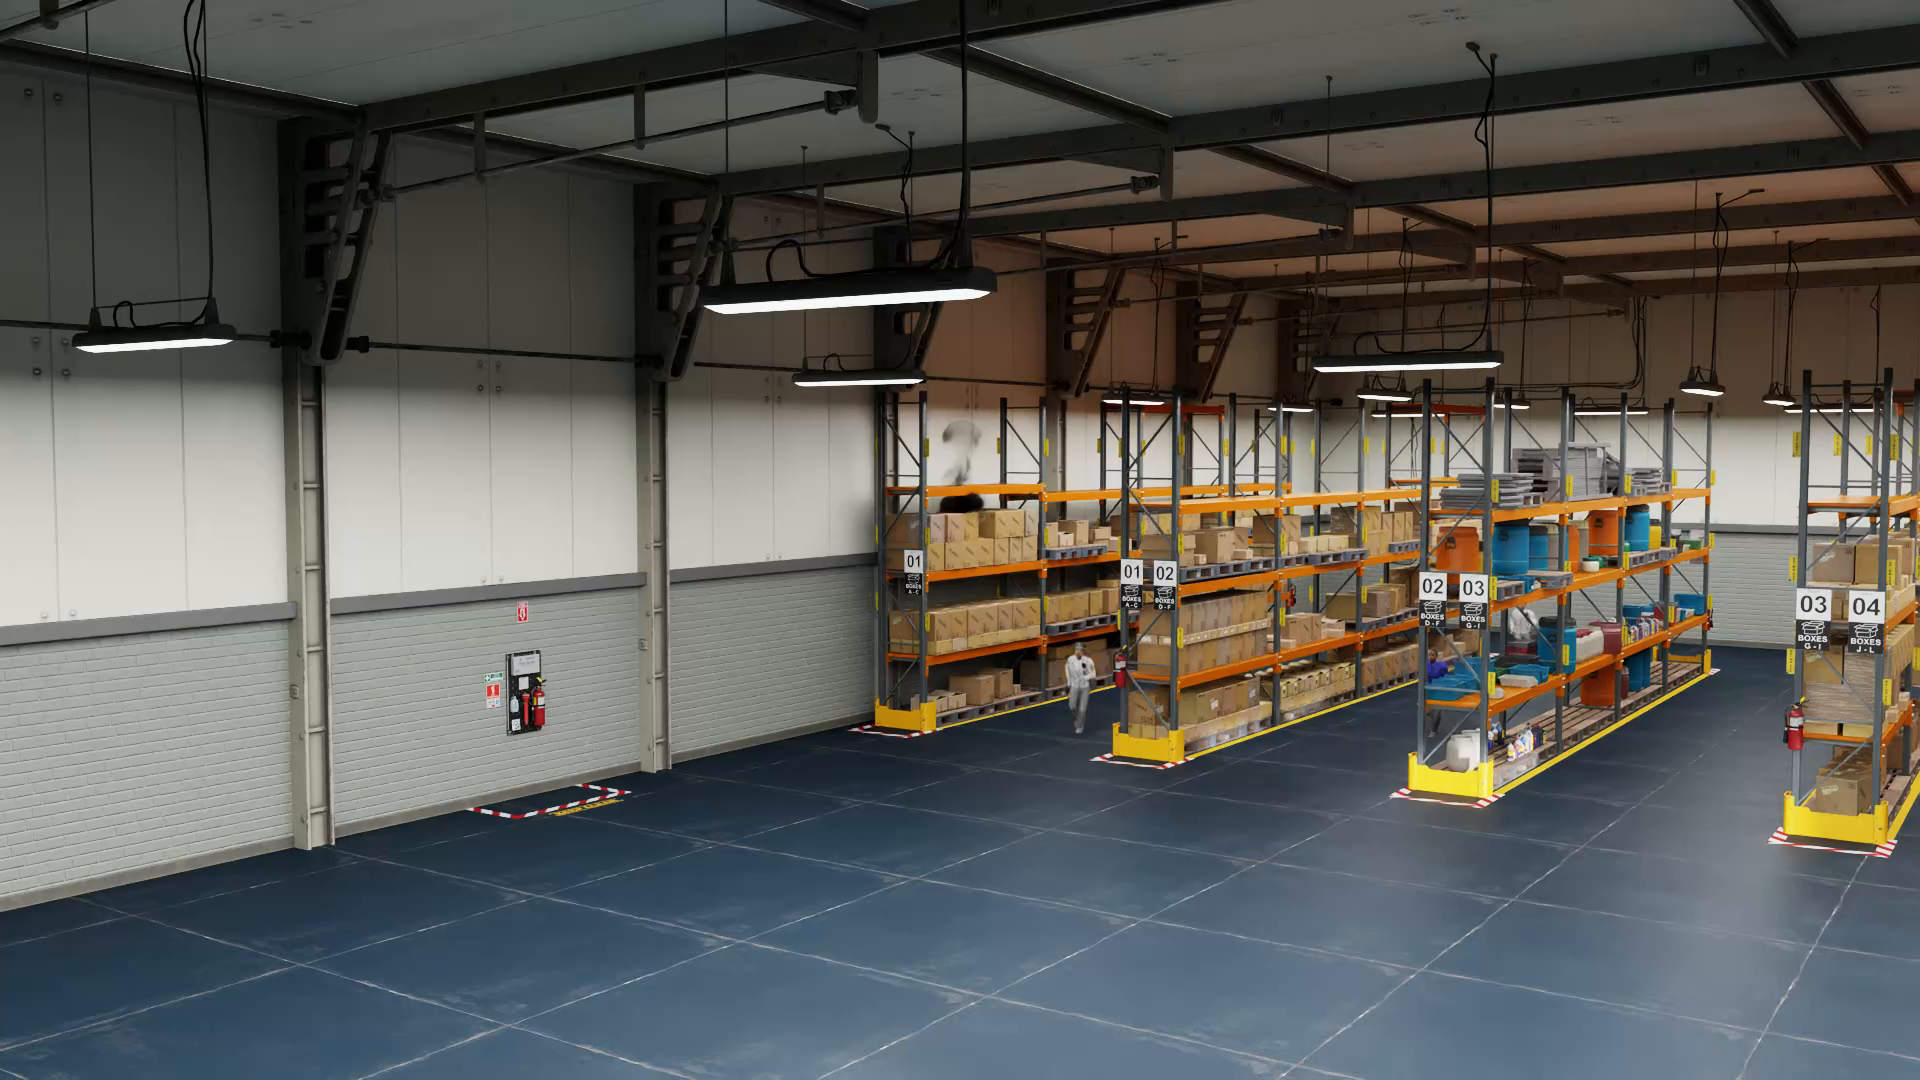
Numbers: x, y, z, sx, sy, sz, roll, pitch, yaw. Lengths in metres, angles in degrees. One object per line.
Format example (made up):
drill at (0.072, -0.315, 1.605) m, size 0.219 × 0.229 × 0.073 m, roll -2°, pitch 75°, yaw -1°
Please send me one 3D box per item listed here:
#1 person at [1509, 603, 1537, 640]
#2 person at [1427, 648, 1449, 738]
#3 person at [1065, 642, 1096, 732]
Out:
person at (12.631, 2.102, 37.348) m, size 0.613 × 1.652 × 0.659 m, roll 2°, pitch 4°, yaw 27°
person at (8.150, 2.635, 28.664) m, size 0.562 × 1.581 × 0.673 m, roll 2°, pitch 4°, yaw 27°
person at (2.083, 2.564, 28.959) m, size 0.573 × 1.611 × 0.690 m, roll 1°, pitch 3°, yaw 12°
